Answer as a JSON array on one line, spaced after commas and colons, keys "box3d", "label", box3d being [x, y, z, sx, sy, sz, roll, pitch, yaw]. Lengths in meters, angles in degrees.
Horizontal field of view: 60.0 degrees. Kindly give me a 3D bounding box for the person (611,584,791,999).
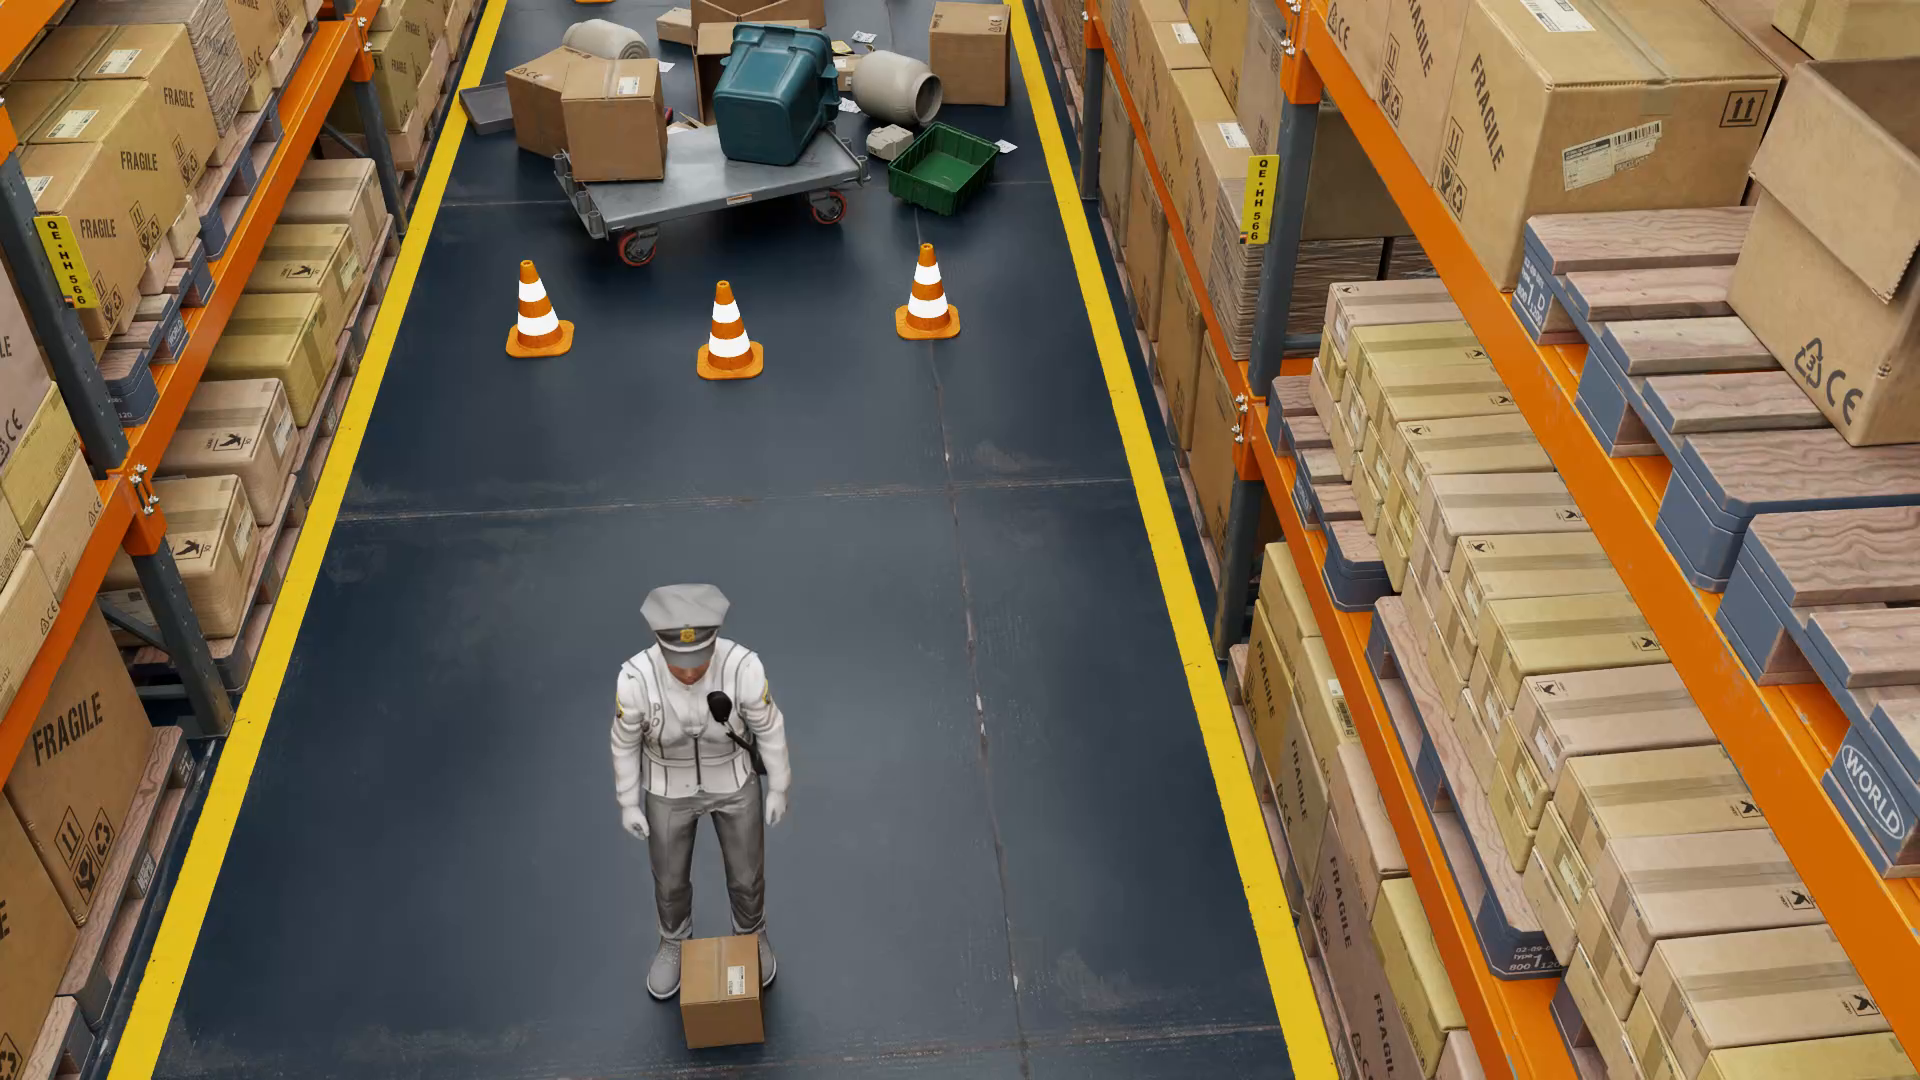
[{"box3d": [-0.798, 0.783, 5.195, 0.546, 1.667, 0.369, -5, 40, -6], "label": "person"}]
